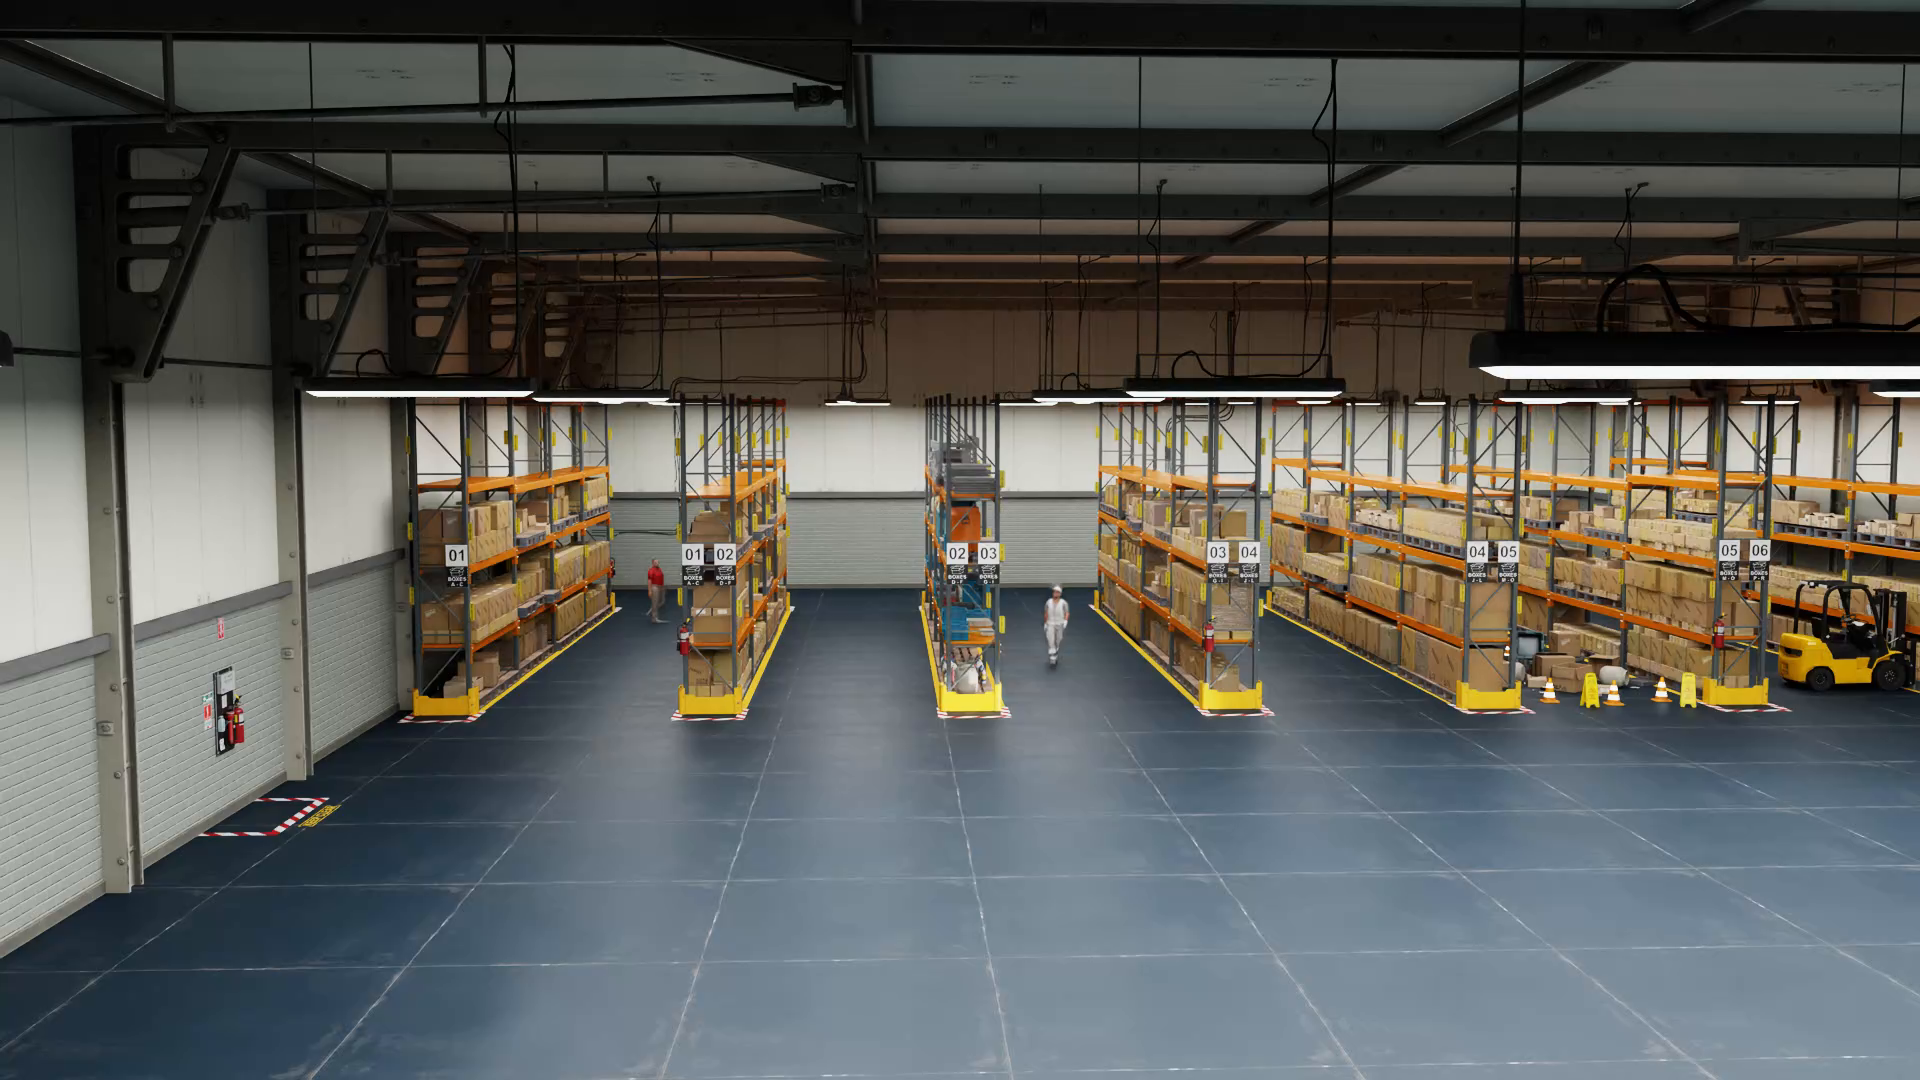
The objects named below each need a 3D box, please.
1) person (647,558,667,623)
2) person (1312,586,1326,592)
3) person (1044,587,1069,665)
[{"bbox_3d":[-8.153,1.350,44.464,0.547,1.731,0.549,1,5,13],"label":"person"},{"bbox_3d":[10.491,1.011,49.334,0.827,1.599,0.489,-2,5,-19],"label":"person"},{"bbox_3d":[2.173,1.899,37.048,0.521,1.708,1.093,0,5,-5],"label":"person"}]
